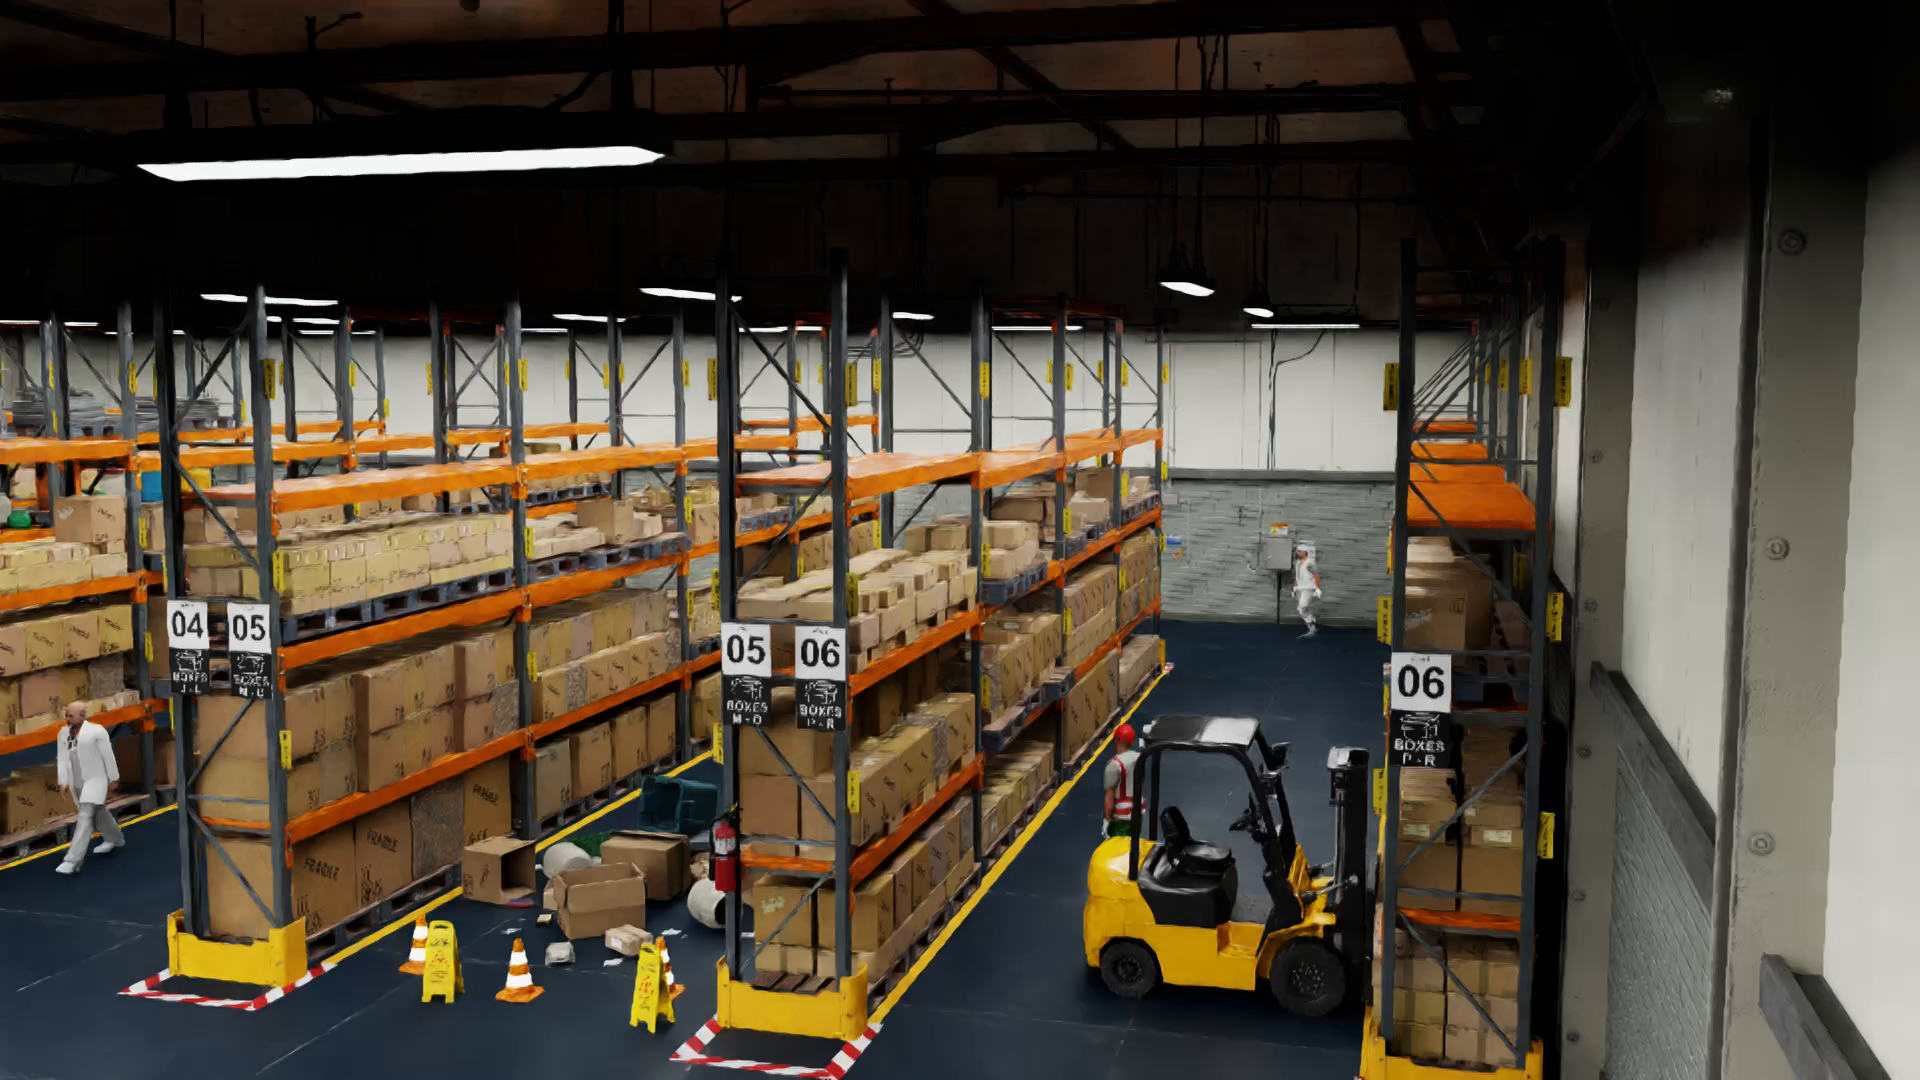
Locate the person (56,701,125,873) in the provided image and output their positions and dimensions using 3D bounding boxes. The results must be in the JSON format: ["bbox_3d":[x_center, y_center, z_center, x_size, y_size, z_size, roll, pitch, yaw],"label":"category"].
[{"bbox_3d":[-9.037,2.490,17.119,0.601,1.696,1.185,1,6,14],"label":"person"}]

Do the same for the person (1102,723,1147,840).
[{"bbox_3d":[1.493,2.606,15.688,0.490,1.787,0.608,6,8,44],"label":"person"}]

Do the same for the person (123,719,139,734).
[{"bbox_3d":[-11.025,2.029,21.529,0.561,1.707,1.127,1,6,13],"label":"person"}]

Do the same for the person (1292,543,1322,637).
[{"bbox_3d":[6.525,0.952,31.374,0.467,1.776,0.634,-2,6,-19],"label":"person"}]
